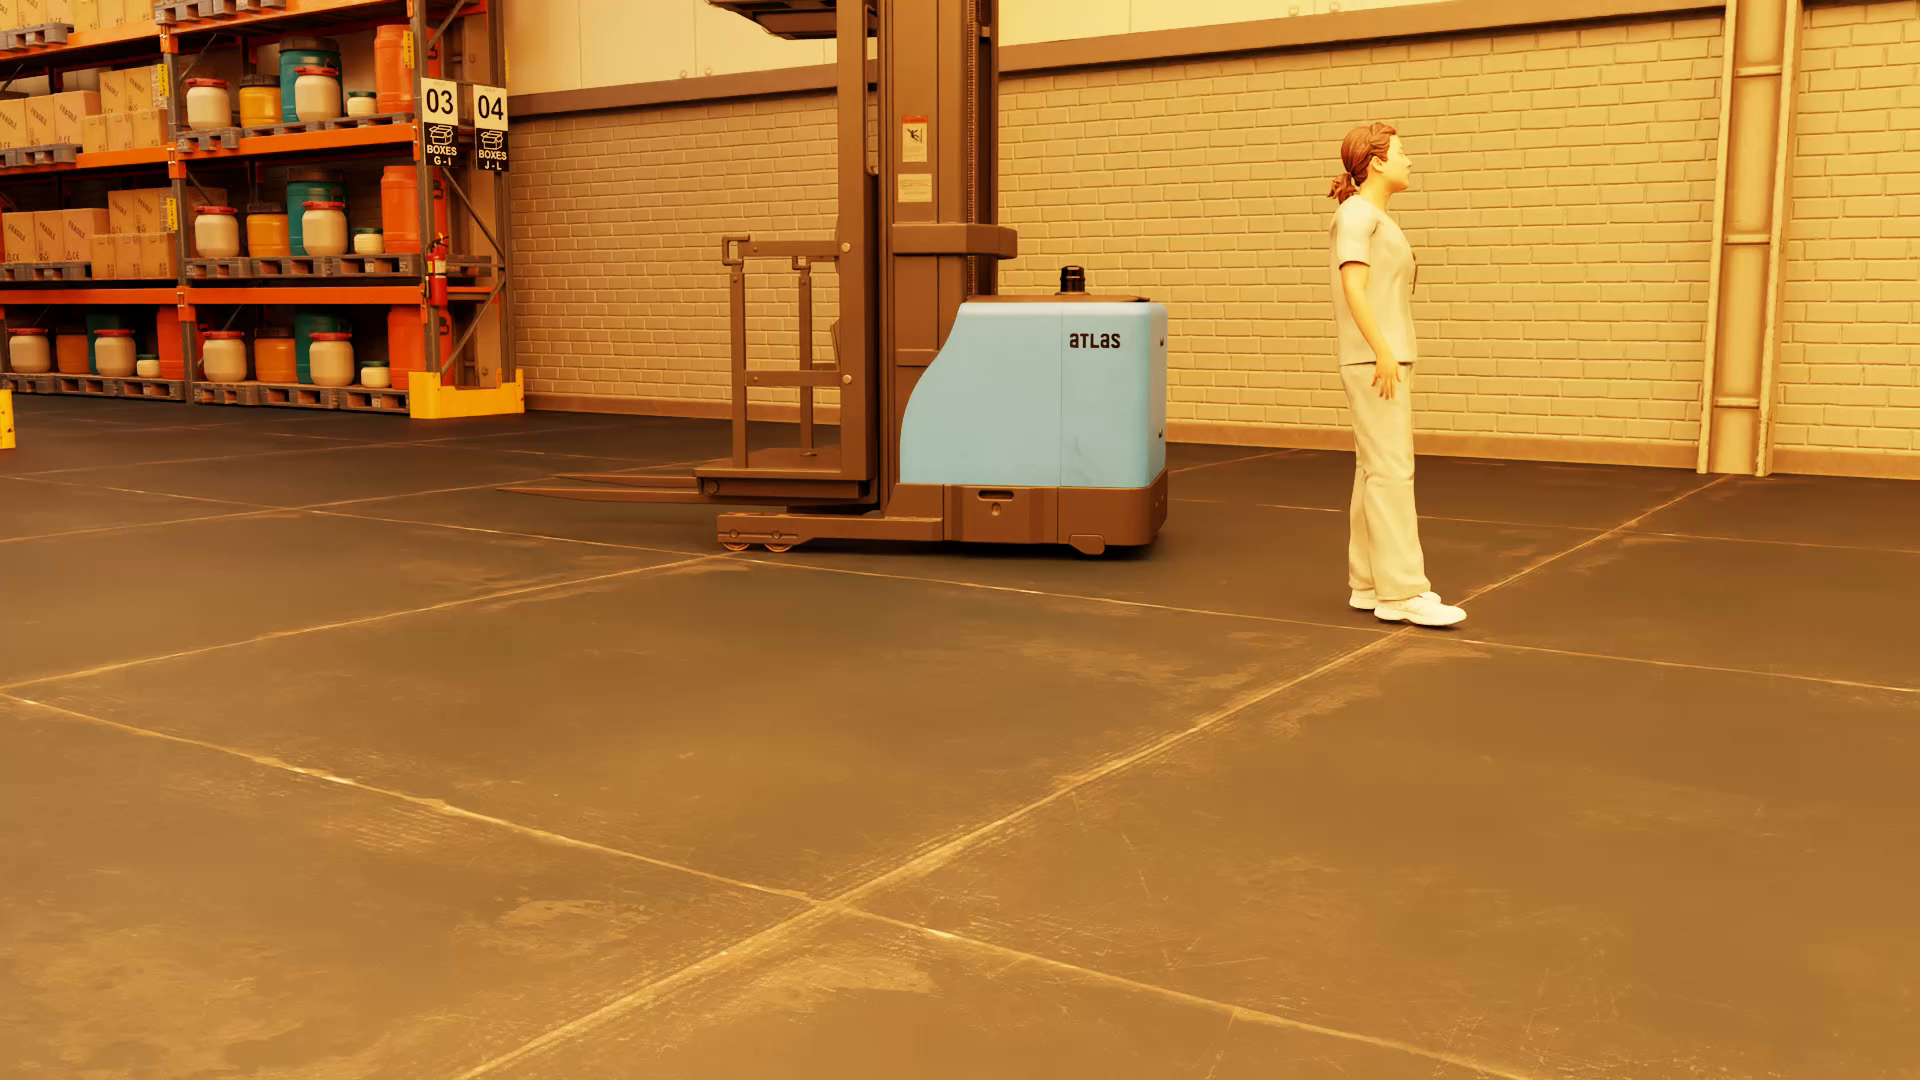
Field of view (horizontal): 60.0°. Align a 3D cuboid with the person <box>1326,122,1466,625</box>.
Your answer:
[{"bbox_3d":[1.506,-0.584,5.703,0.549,1.675,0.550,3,9,21],"label":"person"}]

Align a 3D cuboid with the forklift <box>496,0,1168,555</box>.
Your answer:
[{"bbox_3d":[-0.596,-1.469,7.520,3.031,2.935,1.130,2,8,12],"label":"forklift"}]
